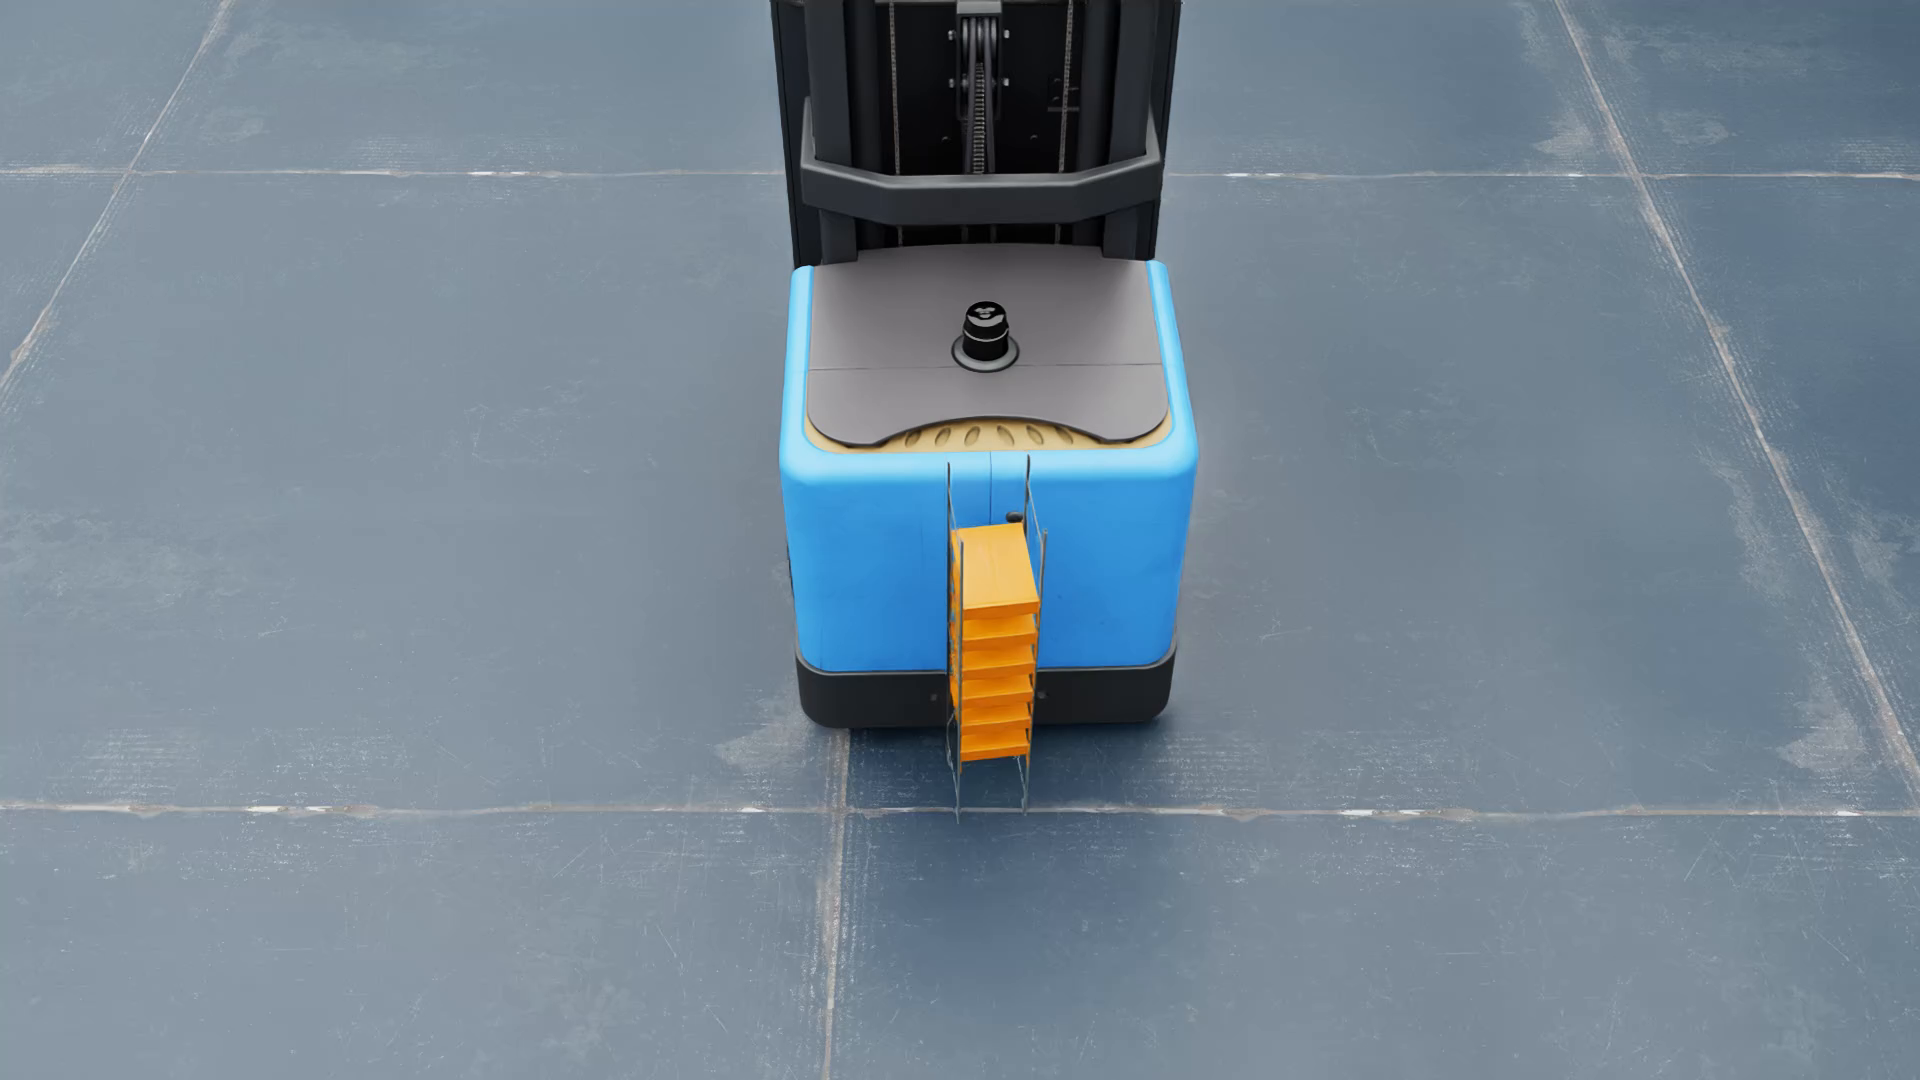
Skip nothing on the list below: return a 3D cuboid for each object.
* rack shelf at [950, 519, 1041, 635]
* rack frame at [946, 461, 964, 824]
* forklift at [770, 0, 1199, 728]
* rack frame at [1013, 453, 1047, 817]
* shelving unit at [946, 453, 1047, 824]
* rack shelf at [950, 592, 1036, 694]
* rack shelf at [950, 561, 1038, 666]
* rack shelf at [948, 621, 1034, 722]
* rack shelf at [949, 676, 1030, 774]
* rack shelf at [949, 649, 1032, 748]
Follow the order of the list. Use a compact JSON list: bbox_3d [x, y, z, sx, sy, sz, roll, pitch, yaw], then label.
[{"bbox_3d":[0.078,0.086,3.910,0.180,0.103,0.258,-6,50,-5],"label":"rack shelf"},{"bbox_3d":[-0.015,0.298,4.143,0.006,1.200,0.240,-6,50,-5],"label":"rack frame"},{"bbox_3d":[0.036,-1.538,4.679,1.130,2.935,3.031,-1,47,-1],"label":"forklift"},{"bbox_3d":[0.166,0.280,4.161,0.006,1.200,0.240,-6,50,-5],"label":"rack frame"},{"bbox_3d":[0.075,0.289,4.152,0.189,1.200,0.258,-6,50,-5],"label":"shelving unit"},{"bbox_3d":[0.076,0.240,4.094,0.180,0.103,0.258,-6,50,-5],"label":"rack shelf"},{"bbox_3d":[0.077,0.163,4.002,0.180,0.103,0.258,-6,50,-5],"label":"rack shelf"},{"bbox_3d":[0.075,0.317,4.186,0.180,0.103,0.258,-6,50,-5],"label":"rack shelf"},{"bbox_3d":[0.073,0.471,4.370,0.180,0.103,0.258,-6,50,-5],"label":"rack shelf"},{"bbox_3d":[0.074,0.394,4.278,0.180,0.103,0.258,-6,50,-5],"label":"rack shelf"}]
